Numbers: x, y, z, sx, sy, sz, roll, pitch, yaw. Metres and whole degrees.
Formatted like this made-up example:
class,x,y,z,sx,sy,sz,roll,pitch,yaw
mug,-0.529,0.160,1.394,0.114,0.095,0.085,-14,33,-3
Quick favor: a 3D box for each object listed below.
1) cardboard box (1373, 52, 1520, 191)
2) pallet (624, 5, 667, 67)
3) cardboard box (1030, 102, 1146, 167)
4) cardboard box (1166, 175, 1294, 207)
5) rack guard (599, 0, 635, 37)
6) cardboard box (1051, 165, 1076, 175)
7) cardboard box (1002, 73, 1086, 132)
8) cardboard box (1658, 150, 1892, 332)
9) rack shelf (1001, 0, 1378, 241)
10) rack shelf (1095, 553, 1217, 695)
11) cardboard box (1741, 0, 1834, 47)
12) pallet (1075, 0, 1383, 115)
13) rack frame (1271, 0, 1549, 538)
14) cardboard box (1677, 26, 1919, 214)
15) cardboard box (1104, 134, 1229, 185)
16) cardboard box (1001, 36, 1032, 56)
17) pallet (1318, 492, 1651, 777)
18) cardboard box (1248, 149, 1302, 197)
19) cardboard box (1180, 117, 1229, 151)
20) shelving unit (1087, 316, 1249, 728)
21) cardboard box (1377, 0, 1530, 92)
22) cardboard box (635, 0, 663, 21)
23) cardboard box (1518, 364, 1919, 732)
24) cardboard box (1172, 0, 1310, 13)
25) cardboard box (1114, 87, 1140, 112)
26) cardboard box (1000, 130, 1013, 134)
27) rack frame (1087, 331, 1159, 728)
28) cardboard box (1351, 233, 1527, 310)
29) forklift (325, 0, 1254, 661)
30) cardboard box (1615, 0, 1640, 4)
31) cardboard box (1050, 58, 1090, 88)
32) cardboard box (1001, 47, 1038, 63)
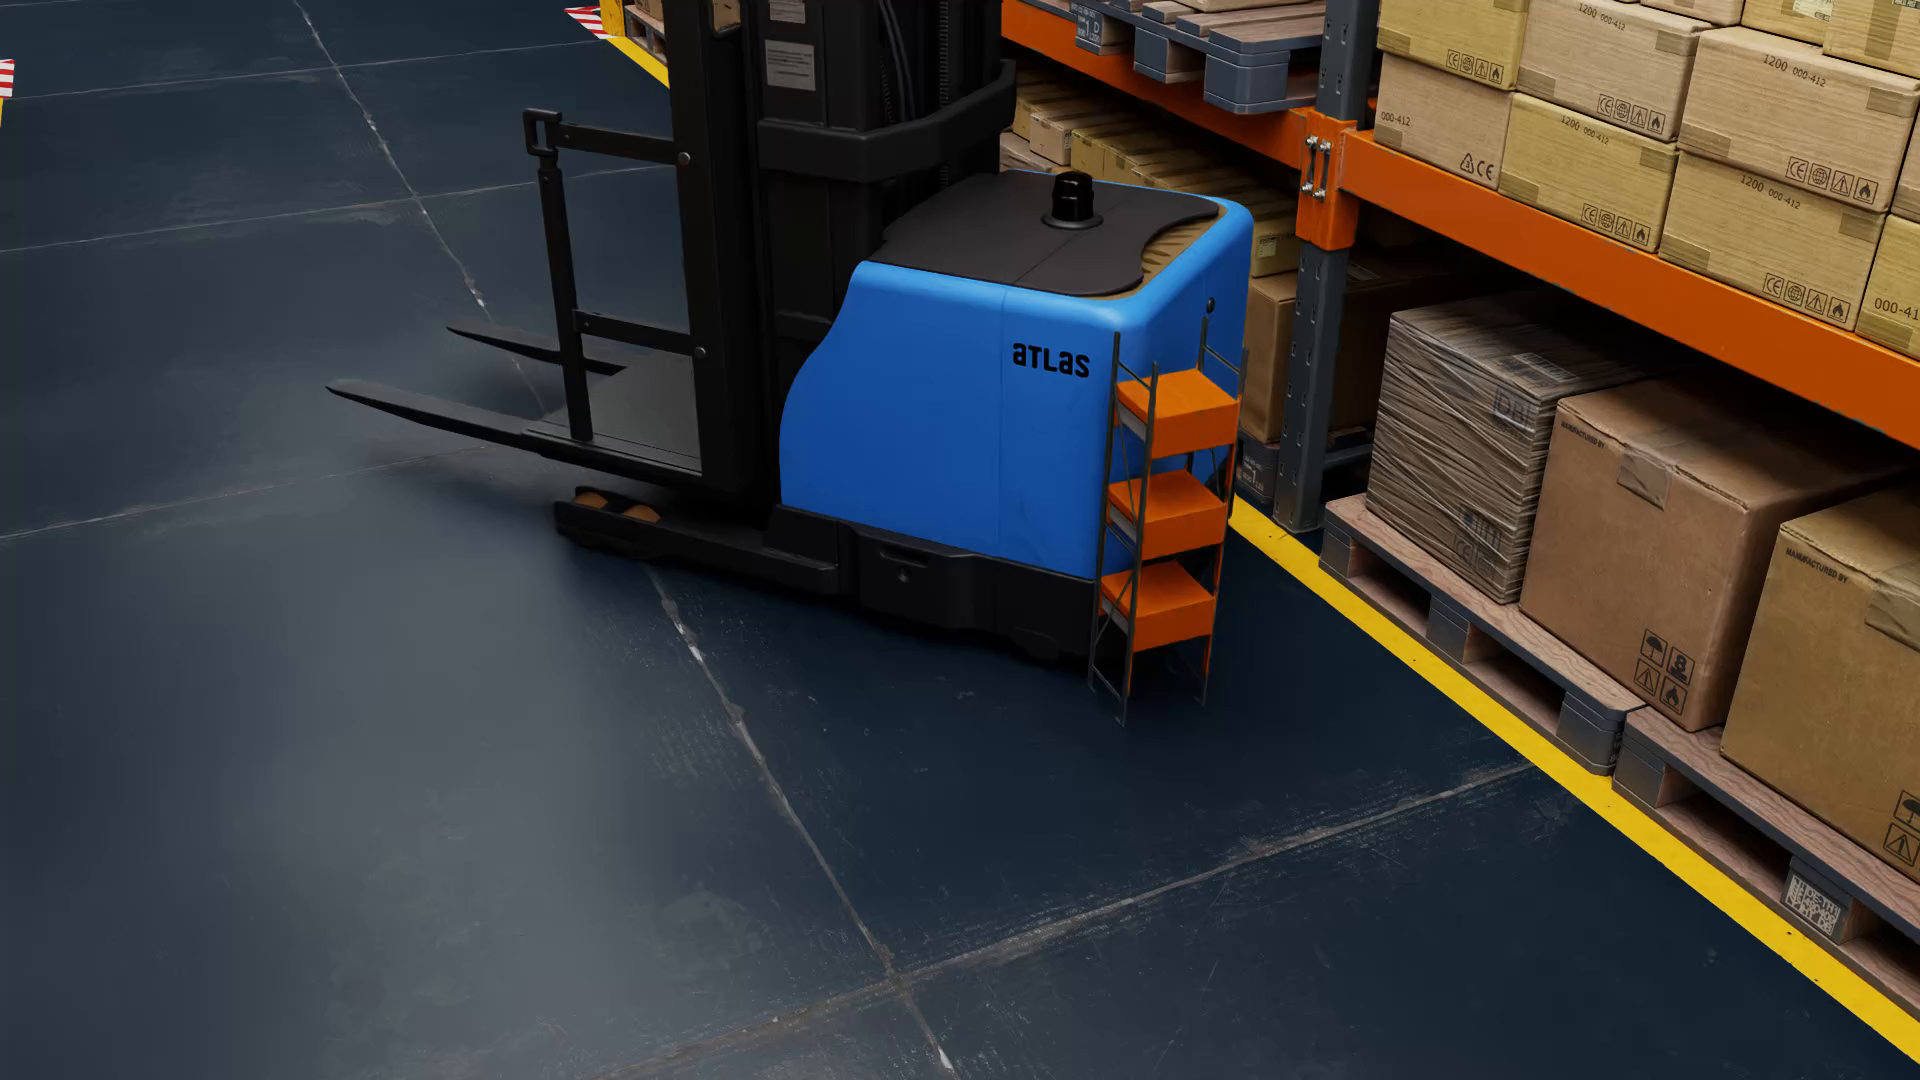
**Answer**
class,x,y,z,sx,sy,sz,roll,pitch,yaw
cardboard box,1.451,-1.135,4.361,0.500,0.250,0.500,-13,32,-22
pallet,-1.577,-3.380,11.062,1.003,0.211,1.213,-13,32,-22
cardboard box,0.497,-1.581,6.465,0.380,0.149,0.250,-15,32,-24
cardboard box,0.895,-1.103,5.613,0.380,0.149,0.250,-15,33,-25
rack guard,-1.920,-3.858,11.619,1.175,0.500,0.348,-13,32,-22
cardboard box,0.673,-1.137,6.337,0.500,0.500,0.500,-12,31,-20
cardboard box,0.295,-1.813,6.879,0.380,0.149,0.250,-12,31,-20
cardboard box,1.890,-0.686,3.560,0.500,0.250,0.500,-14,32,-24
rack shelf,0.623,-2.018,6.517,1.077,0.370,4.000,-13,32,-22
rack shelf,0.506,0.218,4.365,0.240,0.259,0.215,-12,34,-21
cardboard box,1.860,-1.129,3.431,0.380,0.149,0.250,-13,32,-21
pallet,1.127,-1.649,5.320,1.213,0.211,1.003,-13,32,-22
rack frame,1.481,-1.448,4.766,1.000,3.000,0.127,-13,32,-22
cardboard box,1.874,-0.897,3.425,0.500,0.250,0.500,-14,32,-23
cardboard box,0.750,-1.355,6.062,0.380,0.149,0.250,-12,31,-21
cardboard box,0.412,-2.268,7.691,0.380,0.149,0.250,-13,32,-21
pallet,1.800,0.140,4.785,1.003,0.211,1.213,-13,32,-22
cardboard box,1.270,-1.336,6.029,0.380,0.149,0.250,-13,32,-21
cardboard box,1.081,-1.581,6.465,0.380,0.149,0.250,-14,32,-23
shelving unit,0.512,-0.027,4.214,0.252,1.050,0.215,-12,34,-21
cardboard box,1.429,-1.348,4.230,0.500,0.250,0.500,-13,32,-22
cardboard box,-1.776,-3.786,11.058,0.797,0.503,0.637,-14,32,-24
cardboard box,2.024,-0.030,4.236,0.875,0.625,0.625,-12,31,-20
cardboard box,0.853,-1.731,5.098,0.380,0.149,0.250,-12,32,-21
cardboard box,0.858,-1.808,6.871,0.380,0.149,0.250,-14,32,-24
cardboard box,0.216,-1.593,7.150,0.500,0.500,0.500,-14,32,-23
rack frame,0.401,-0.004,4.170,0.008,1.050,0.200,-12,34,-21
cardboard box,1.554,-0.786,5.711,0.500,0.500,0.500,-12,31,-20
forklift,-0.692,-1.432,4.807,3.031,2.935,1.130,14,32,23
cardboard box,1.601,-1.346,3.819,0.380,0.149,0.250,-12,32,-21
cardboard box,0.616,-2.028,7.262,0.380,0.149,0.250,-12,32,-21
cardboard box,0.117,-2.041,7.287,0.380,0.149,0.250,-14,32,-23
